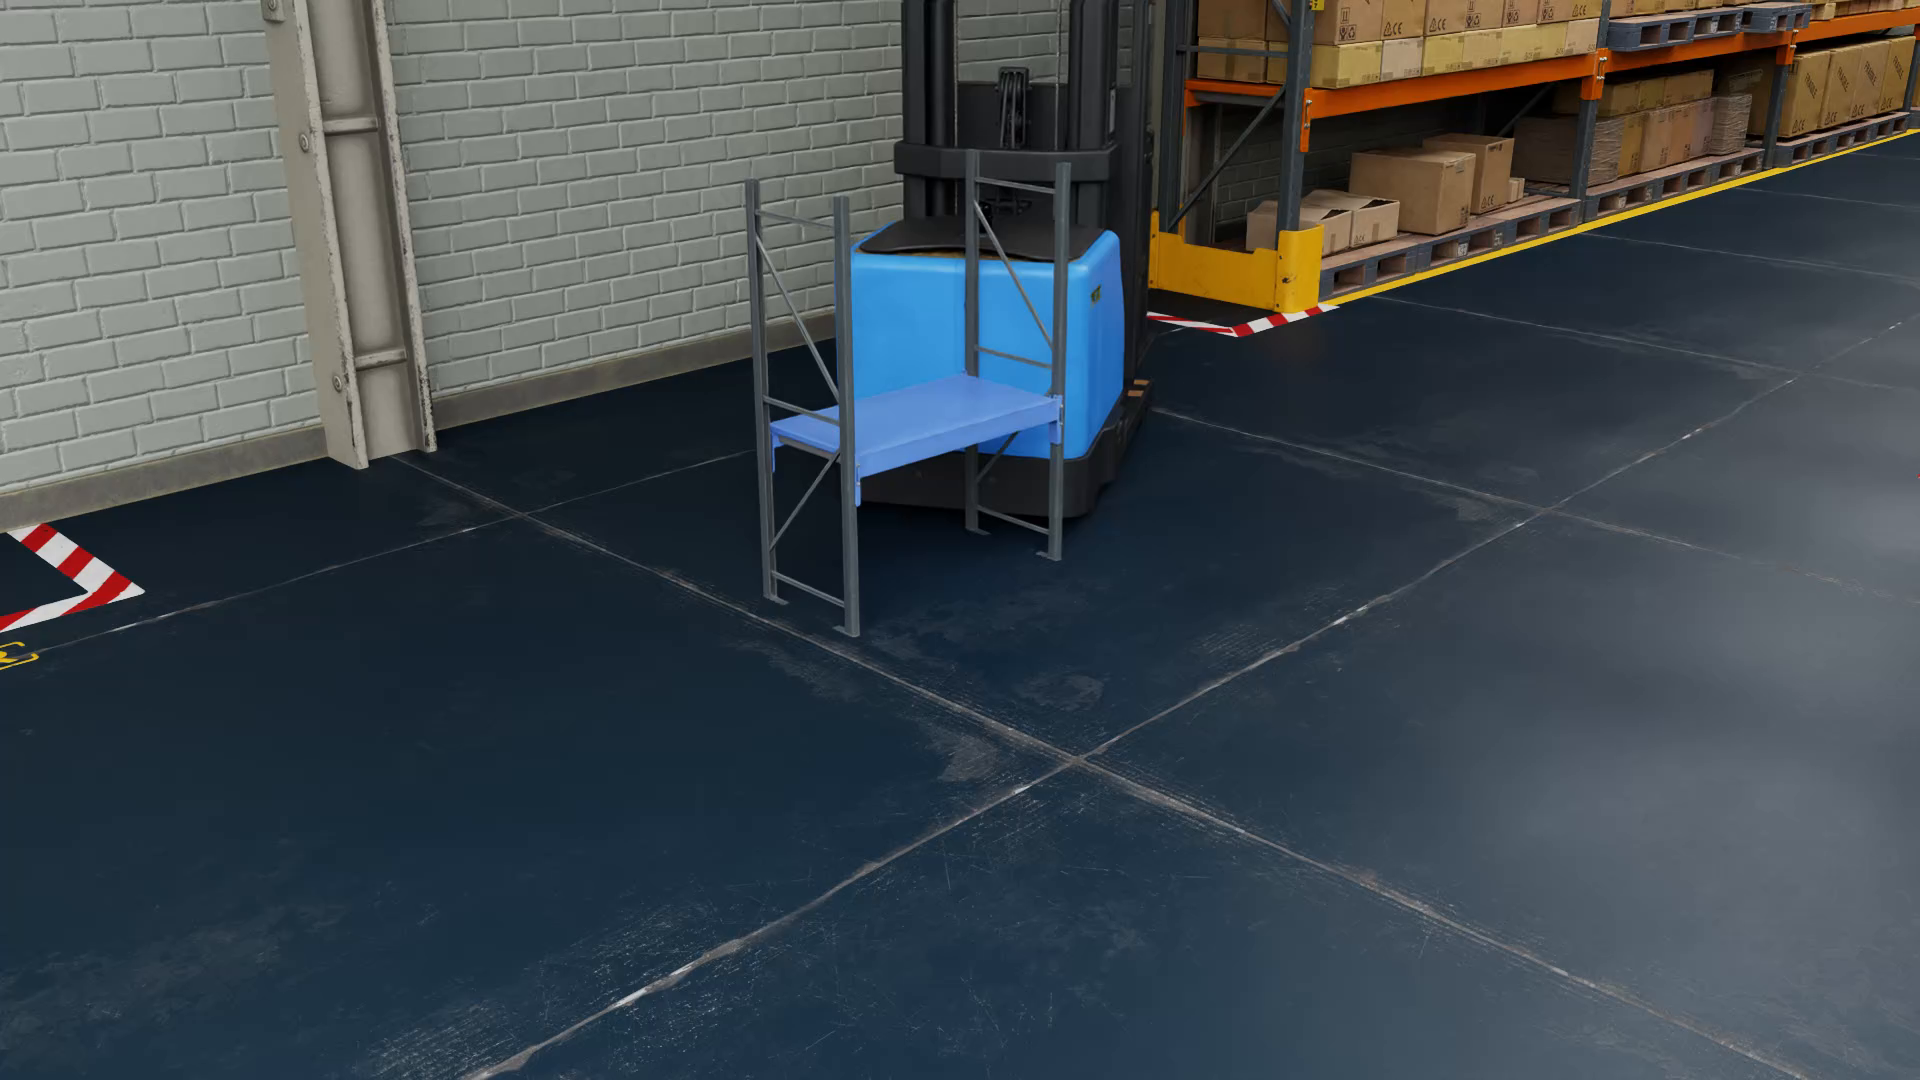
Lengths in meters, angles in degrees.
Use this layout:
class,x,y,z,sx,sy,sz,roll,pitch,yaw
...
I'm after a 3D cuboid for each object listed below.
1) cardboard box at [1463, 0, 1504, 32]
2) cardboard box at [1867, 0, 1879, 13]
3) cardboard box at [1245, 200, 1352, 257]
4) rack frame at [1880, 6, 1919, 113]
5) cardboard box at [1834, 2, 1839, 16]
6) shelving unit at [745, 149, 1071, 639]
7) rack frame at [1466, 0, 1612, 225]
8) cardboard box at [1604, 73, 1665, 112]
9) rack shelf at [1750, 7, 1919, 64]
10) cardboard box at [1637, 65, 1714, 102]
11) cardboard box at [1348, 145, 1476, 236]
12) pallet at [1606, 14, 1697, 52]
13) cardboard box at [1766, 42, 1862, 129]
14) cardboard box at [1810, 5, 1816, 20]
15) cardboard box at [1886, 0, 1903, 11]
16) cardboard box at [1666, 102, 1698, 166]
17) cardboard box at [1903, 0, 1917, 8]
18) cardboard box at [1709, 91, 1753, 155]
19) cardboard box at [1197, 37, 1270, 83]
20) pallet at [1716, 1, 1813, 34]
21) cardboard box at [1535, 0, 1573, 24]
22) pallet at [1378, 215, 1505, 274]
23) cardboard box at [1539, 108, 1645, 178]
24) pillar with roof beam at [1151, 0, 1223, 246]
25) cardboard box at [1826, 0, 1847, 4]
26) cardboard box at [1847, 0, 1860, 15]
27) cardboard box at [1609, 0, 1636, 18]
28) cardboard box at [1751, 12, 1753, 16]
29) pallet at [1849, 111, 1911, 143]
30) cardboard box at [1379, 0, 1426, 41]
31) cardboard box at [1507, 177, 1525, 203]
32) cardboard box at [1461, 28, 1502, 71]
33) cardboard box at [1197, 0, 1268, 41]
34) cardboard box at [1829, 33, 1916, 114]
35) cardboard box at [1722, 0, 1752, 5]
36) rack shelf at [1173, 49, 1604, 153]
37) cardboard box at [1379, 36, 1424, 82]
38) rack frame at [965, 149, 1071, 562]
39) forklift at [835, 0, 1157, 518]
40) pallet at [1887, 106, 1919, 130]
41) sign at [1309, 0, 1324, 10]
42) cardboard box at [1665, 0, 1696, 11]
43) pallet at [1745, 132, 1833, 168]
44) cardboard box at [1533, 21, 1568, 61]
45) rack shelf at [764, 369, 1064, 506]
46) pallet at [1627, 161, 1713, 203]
class,x,y,z,sx,sy,sz,roll,pitch,yaw
cardboard box,3.285,-3.676,11.095,0.500,0.500,0.500,-19,28,-40
cardboard box,9.089,-5.451,16.899,0.380,0.149,0.250,18,28,39
cardboard box,2.215,-2.054,10.871,0.500,0.311,0.500,15,26,35
rack frame,10.040,-6.033,18.089,1.000,3.000,0.127,19,28,41
cardboard box,8.335,-5.197,16.238,0.250,0.149,0.380,-19,28,-41
shelving unit,-0.162,-0.556,5.930,1.048,1.500,0.538,-19,28,-40
rack frame,4.459,-3.976,12.739,1.000,3.000,0.127,19,28,41
cardboard box,5.625,-3.807,14.124,0.500,0.250,0.500,18,28,39
rack shelf,8.644,-5.183,16.881,1.077,0.370,4.000,19,28,41
cardboard box,6.342,-4.064,14.793,0.500,0.250,0.500,-20,28,-41
cardboard box,3.161,-2.465,11.677,0.700,0.500,0.500,17,27,37
pallet,5.096,-4.047,13.190,1.003,0.211,1.213,19,28,41
cardboard box,8.472,-4.577,16.712,0.750,0.750,0.750,19,28,40
cardboard box,7.827,-4.986,15.688,0.250,0.149,0.380,-20,29,-41
cardboard box,9.492,-5.558,17.177,0.380,0.149,0.250,19,28,41
cardboard box,6.015,-3.607,14.648,0.700,0.500,0.500,19,28,40
cardboard box,9.847,-5.696,17.536,0.250,0.149,0.380,-20,28,-41
cardboard box,6.784,-3.845,15.268,0.500,0.500,0.700,-20,29,-41
cardboard box,1.855,-3.056,10.526,0.500,0.250,0.500,-20,28,-41
pallet,6.828,-4.705,14.902,1.213,0.211,1.003,19,28,41
cardboard box,4.006,-3.937,11.773,0.500,0.500,0.500,19,28,40
pallet,3.164,-2.178,11.947,1.003,0.211,1.213,19,28,41
cardboard box,5.285,-3.354,13.990,0.700,0.500,0.500,19,28,40
pillar with roof beam,4.621,-5.067,7.216,9.100,9.000,0.400,19,28,41
cardboard box,8.143,-5.392,15.841,0.500,0.500,0.500,-19,28,-40
cardboard box,8.707,-5.320,16.558,0.380,0.149,0.250,19,28,41
cardboard box,4.838,-4.351,12.960,0.700,0.500,0.500,19,28,41
cardboard box,7.464,-5.110,16.012,0.380,0.149,0.250,20,28,41
pallet,9.555,-4.514,18.024,1.003,0.211,1.213,19,28,41
cardboard box,2.569,-3.409,10.400,0.500,0.500,0.500,19,28,41
cardboard box,4.107,-2.714,12.791,0.380,0.166,0.250,15,26,34
cardboard box,3.302,-3.329,11.237,0.500,0.250,0.500,20,28,41
cardboard box,1.845,-3.412,10.406,0.500,0.500,0.500,19,28,40
cardboard box,9.679,-5.026,17.880,0.750,0.750,0.750,20,28,41
cardboard box,6.558,-4.983,14.605,0.700,0.500,0.500,16,26,36
rack shelf,3.064,-3.126,11.530,1.077,0.370,4.000,19,28,41
cardboard box,2.588,-3.070,10.563,0.500,0.250,0.500,18,28,39
rack frame,0.205,-0.682,6.259,0.032,1.500,0.500,-19,28,-40
forklift,0.342,-1.952,7.569,1.130,2.935,3.031,5,22,13
pallet,10.626,-4.907,19.047,1.003,0.211,1.213,19,28,41
sign,2.057,-3.216,9.555,0.100,0.325,0.005,19,28,41
cardboard box,5.670,-4.670,13.790,0.500,0.500,0.700,-16,26,-35
pallet,7.853,-3.887,16.392,1.003,0.211,1.213,19,28,41
cardboard box,3.992,-3.592,11.920,0.500,0.250,0.500,19,28,41
rack shelf,-0.162,-0.388,5.995,1.000,0.185,0.538,-19,28,-40
pallet,5.852,-3.190,14.581,1.003,0.211,1.213,19,28,41
